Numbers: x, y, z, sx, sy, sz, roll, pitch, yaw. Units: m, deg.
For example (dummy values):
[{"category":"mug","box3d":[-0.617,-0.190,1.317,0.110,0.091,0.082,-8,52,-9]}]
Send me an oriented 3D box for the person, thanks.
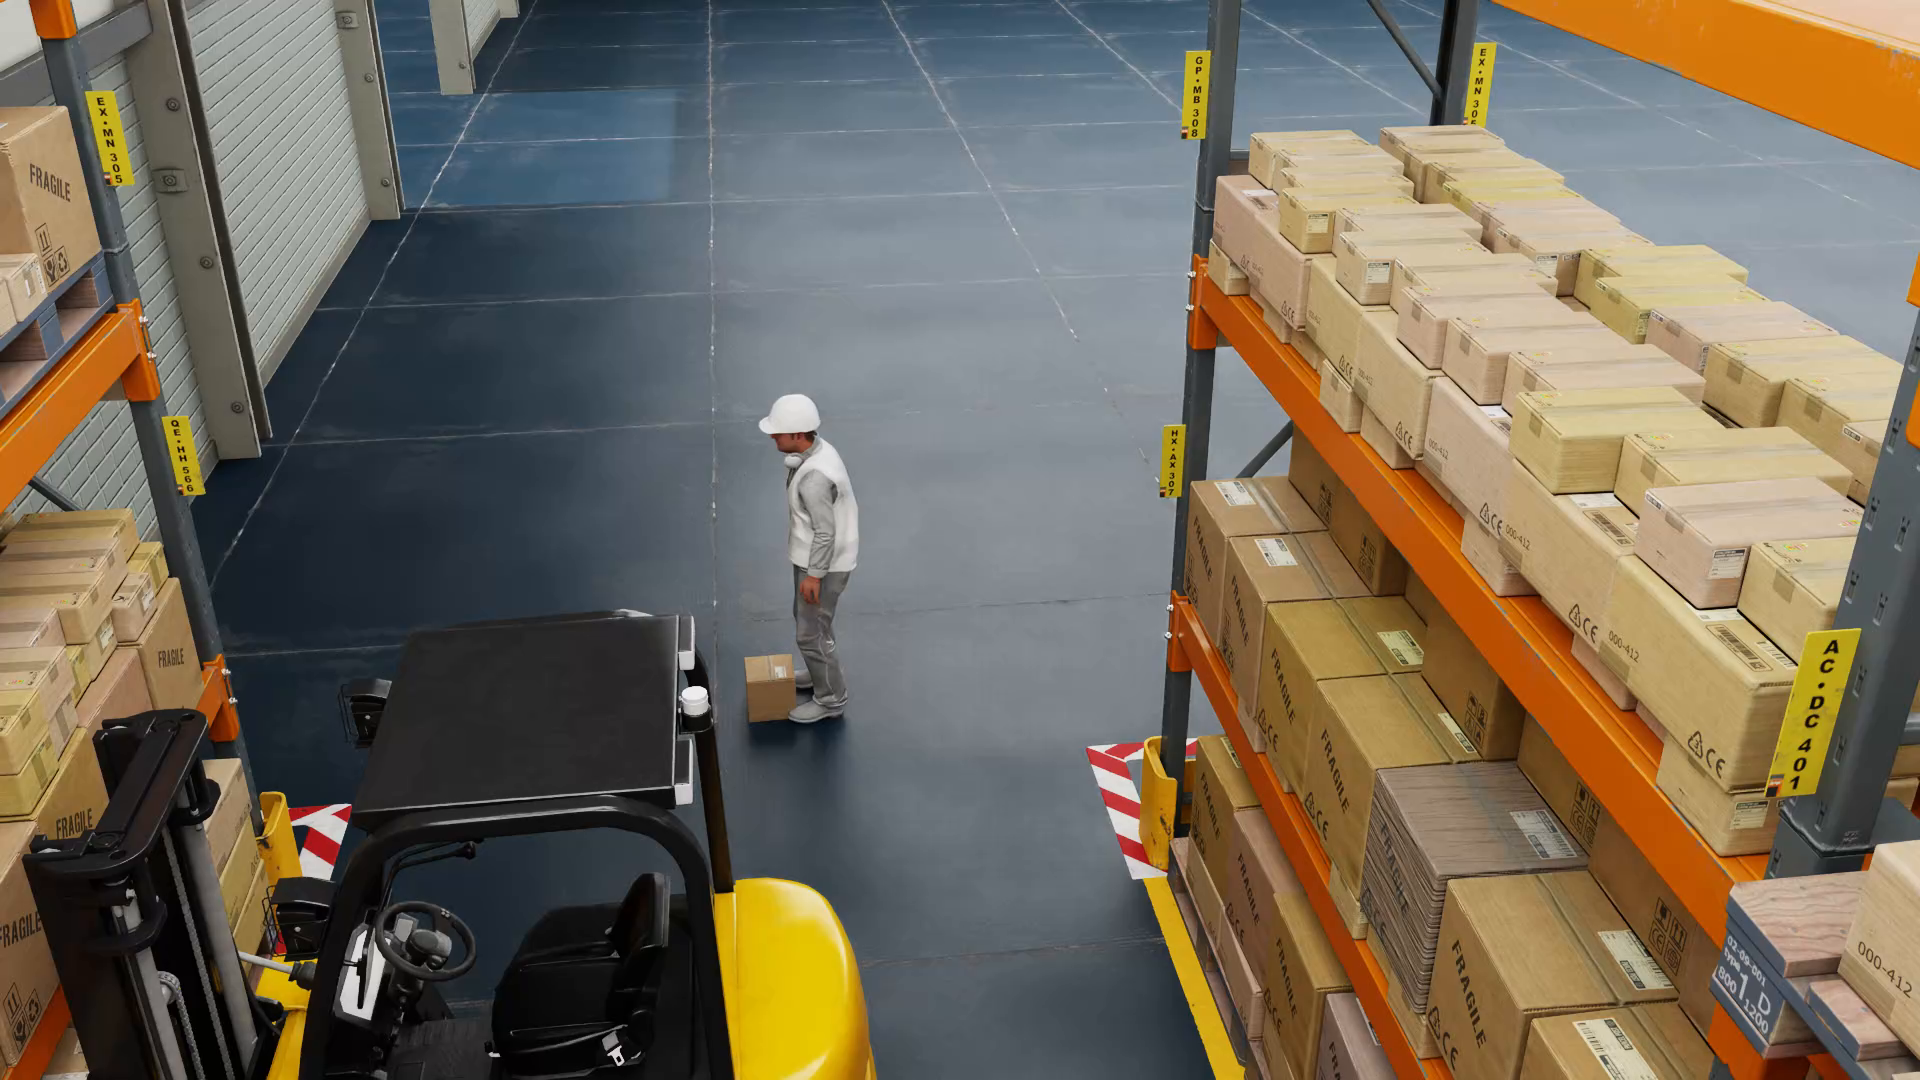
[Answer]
[{"category":"person","box3d":[-0.743,0.078,8.434,0.463,1.771,0.580,-4,27,-7]}]
